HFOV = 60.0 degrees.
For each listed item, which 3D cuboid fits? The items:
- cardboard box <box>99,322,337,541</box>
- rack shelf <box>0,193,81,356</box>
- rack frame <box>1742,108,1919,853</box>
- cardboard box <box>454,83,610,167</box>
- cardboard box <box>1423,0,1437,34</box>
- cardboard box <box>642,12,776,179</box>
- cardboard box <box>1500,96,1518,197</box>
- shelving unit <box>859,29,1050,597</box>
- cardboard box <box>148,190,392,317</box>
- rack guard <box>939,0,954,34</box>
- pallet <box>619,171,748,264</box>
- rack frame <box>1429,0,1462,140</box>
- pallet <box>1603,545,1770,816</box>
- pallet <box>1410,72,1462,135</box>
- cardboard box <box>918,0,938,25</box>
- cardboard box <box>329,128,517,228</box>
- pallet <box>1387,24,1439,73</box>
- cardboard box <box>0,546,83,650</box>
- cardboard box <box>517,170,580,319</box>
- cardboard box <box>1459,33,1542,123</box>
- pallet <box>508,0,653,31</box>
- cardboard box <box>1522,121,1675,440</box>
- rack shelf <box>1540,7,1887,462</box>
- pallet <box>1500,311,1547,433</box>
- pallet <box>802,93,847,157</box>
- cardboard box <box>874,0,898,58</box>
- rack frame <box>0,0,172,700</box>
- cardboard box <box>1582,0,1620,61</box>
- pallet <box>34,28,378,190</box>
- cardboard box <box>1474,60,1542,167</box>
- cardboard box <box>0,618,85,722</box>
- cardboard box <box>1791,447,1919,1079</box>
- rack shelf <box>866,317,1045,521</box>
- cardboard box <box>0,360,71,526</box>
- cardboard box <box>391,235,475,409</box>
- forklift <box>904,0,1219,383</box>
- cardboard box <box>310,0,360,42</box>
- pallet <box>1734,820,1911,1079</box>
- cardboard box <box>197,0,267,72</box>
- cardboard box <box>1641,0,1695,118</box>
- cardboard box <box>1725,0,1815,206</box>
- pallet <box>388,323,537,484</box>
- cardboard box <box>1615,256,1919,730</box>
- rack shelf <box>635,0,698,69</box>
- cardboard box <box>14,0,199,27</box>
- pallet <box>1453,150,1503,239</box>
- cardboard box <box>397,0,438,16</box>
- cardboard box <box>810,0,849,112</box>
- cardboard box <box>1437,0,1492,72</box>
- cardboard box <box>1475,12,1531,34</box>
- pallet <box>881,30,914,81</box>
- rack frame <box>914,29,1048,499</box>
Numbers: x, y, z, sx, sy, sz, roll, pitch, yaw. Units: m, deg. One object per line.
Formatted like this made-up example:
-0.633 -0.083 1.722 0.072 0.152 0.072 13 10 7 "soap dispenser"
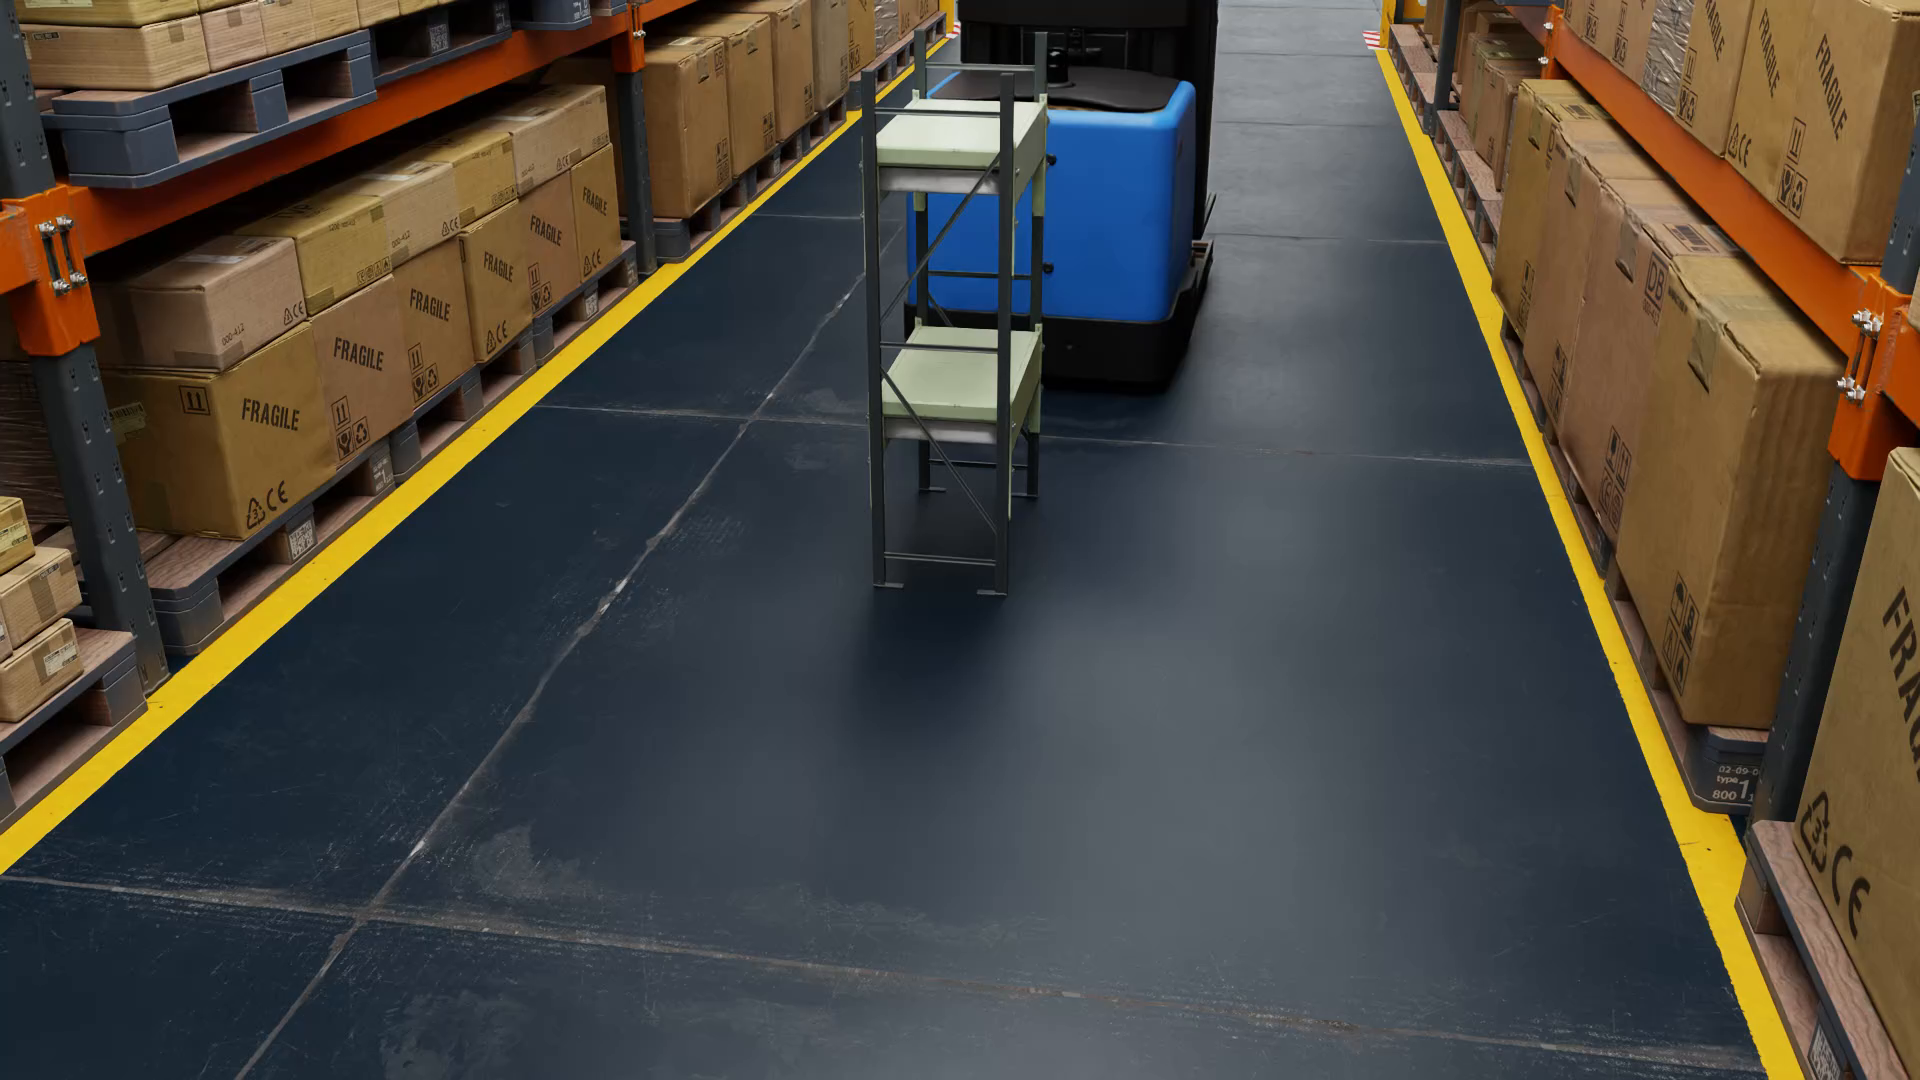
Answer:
-2.234 -0.345 4.902 0.500 0.500 0.500 5 26 11 "cardboard box"
-2.943 0.166 2.205 1.077 0.370 4.000 4 25 9 "rack shelf"
2.261 -0.610 3.015 1.000 3.000 0.127 4 25 9 "rack frame"
-1.816 -1.763 7.046 0.500 0.250 0.500 3 25 7 "cardboard box"
4.103 -4.427 13.623 0.500 0.500 0.500 9 27 18 "cardboard box"
-1.635 -2.455 9.114 1.050 0.750 0.750 4 25 9 "cardboard box"
3.082 -1.865 8.125 0.700 0.500 0.500 2 25 4 "cardboard box"
0.001 -0.682 4.938 0.431 1.500 0.755 4 25 9 "shelving unit"
-2.150 -0.907 5.219 0.500 0.250 0.500 5 25 10 "cardboard box"
-0.651 -4.893 15.113 1.175 0.500 0.348 4 25 9 "rack guard"
-1.759 -1.731 8.698 1.003 0.211 1.213 4 25 9 "pallet"
3.568 -3.956 10.164 1.000 3.000 0.127 4 25 9 "rack frame"
2.312 0.325 4.307 1.003 0.211 1.213 4 25 9 "pallet"
3.643 -2.977 11.360 1.003 0.211 1.213 4 25 9 "pallet"
-0.701 -4.955 14.308 0.875 0.875 0.875 4 25 9 "cardboard box"
-1.986 -1.339 6.141 0.500 0.250 0.500 5 25 10 "cardboard box"
4.042 -3.997 13.540 1.003 0.211 1.213 4 25 9 "pallet"
-2.354 0.124 3.964 0.380 0.149 0.250 5 25 10 "cardboard box"
-1.901 -1.217 6.765 0.500 0.500 0.500 5 26 11 "cardboard box"
3.447 -2.768 10.055 0.700 0.500 0.500 2 25 4 "cardboard box"
-1.974 -2.277 6.802 1.213 0.211 1.003 4 25 9 "pallet"
2.628 -0.852 5.542 1.225 0.875 0.875 4 25 9 "cardboard box"
2.587 -1.121 4.955 1.077 0.370 4.000 4 25 9 "rack shelf"
2.711 -0.696 6.487 1.003 0.211 1.213 4 25 9 "pallet"
-1.360 -2.751 10.879 1.003 0.211 1.213 4 25 9 "pallet"
-0.993 -4.205 12.707 0.875 0.875 0.875 4 25 9 "cardboard box"
-2.616 -0.996 3.840 1.000 3.000 0.127 4 25 9 "rack frame"
2.484 -1.928 5.713 0.500 0.500 0.500 3 25 7 "cardboard box"
-2.348 -1.219 4.542 1.003 0.211 1.213 4 25 9 "pallet"
3.259 -2.336 9.131 0.700 0.500 0.500 2 25 4 "cardboard box"
-2.344 0.292 3.954 0.380 0.149 0.250 4 25 9 "cardboard box"
2.074 0.432 2.799 0.875 0.875 0.875 4 25 9 "cardboard box"
0.001 -0.387 5.076 0.431 0.370 0.720 4 25 9 "rack shelf"
-2.744 -0.381 4.979 0.500 0.500 0.500 4 25 8 "cardboard box"
-2.077 -0.786 5.845 0.500 0.500 0.500 4 25 9 "cardboard box"
0.597 -2.529 7.196 1.130 2.935 3.031 5 26 11 "forklift"
-1.972 -1.531 4.784 0.380 0.149 0.250 4 25 9 "cardboard box"
2.059 0.965 2.939 1.003 0.211 1.213 4 25 9 "pallet"
-2.058 -1.322 4.337 0.380 0.149 0.250 4 25 9 "cardboard box"
2.321 -1.505 4.808 0.500 0.500 0.500 4 25 9 "cardboard box"
2.155 -1.077 3.894 0.500 0.500 0.500 5 26 10 "cardboard box"
-2.293 -0.571 6.220 1.003 0.211 1.213 4 25 9 "pallet"
2.345 -0.107 3.952 1.225 0.875 0.875 4 25 9 "cardboard box"
-1.636 -3.180 9.353 1.077 0.370 4.000 4 25 9 "rack shelf"
-2.098 -1.340 4.025 0.380 0.149 0.250 4 25 9 "cardboard box"
3.245 -1.856 8.966 1.003 0.211 1.213 4 25 9 "pallet"
-1.890 -1.752 5.256 0.380 0.149 0.250 4 25 8 "cardboard box"
-1.321 -3.247 10.808 1.050 0.750 0.750 4 25 8 "cardboard box"
3.783 -3.684 12.035 0.500 0.500 0.500 2 25 4 "cardboard box"
3.673 -3.179 10.956 0.500 0.500 0.500 3 25 7 "cardboard box"
-0.910 -3.903 13.340 1.003 0.211 1.213 4 25 9 "pallet"
0.061 -0.835 5.265 0.400 1.500 0.023 4 25 9 "rack frame"
